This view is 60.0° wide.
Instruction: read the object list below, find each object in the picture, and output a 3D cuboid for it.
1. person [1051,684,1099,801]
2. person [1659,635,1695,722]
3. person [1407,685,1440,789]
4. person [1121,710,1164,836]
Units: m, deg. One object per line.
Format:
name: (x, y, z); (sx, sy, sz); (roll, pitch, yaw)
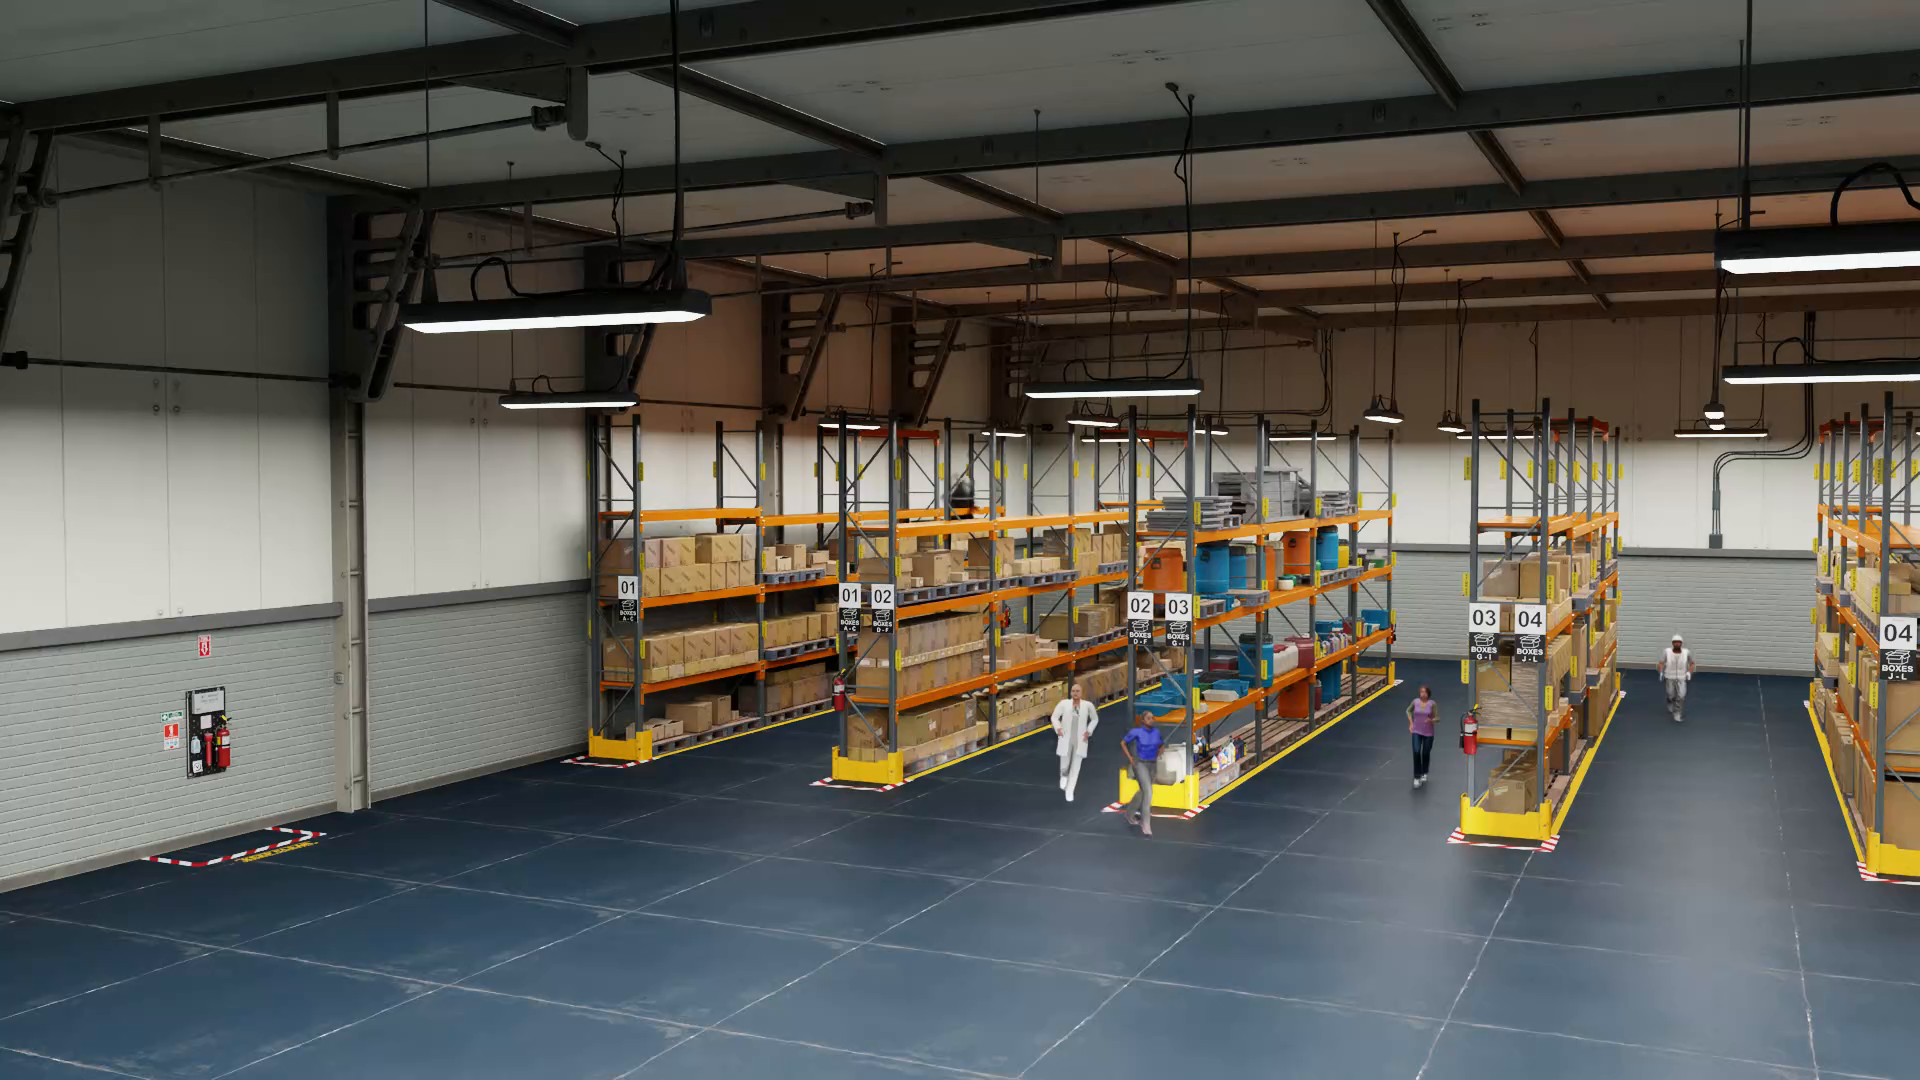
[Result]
person: (1.768, 3.089, 25.600); (0.732, 1.754, 0.759); (0, 2, 5)
person: (14.414, 2.768, 33.446); (0.675, 1.730, 0.637); (1, 3, 21)
person: (7.355, 3.119, 26.413); (0.519, 1.644, 0.722); (1, 2, 16)
person: (2.576, 3.225, 23.212); (0.601, 1.723, 0.698); (-1, 3, -32)
